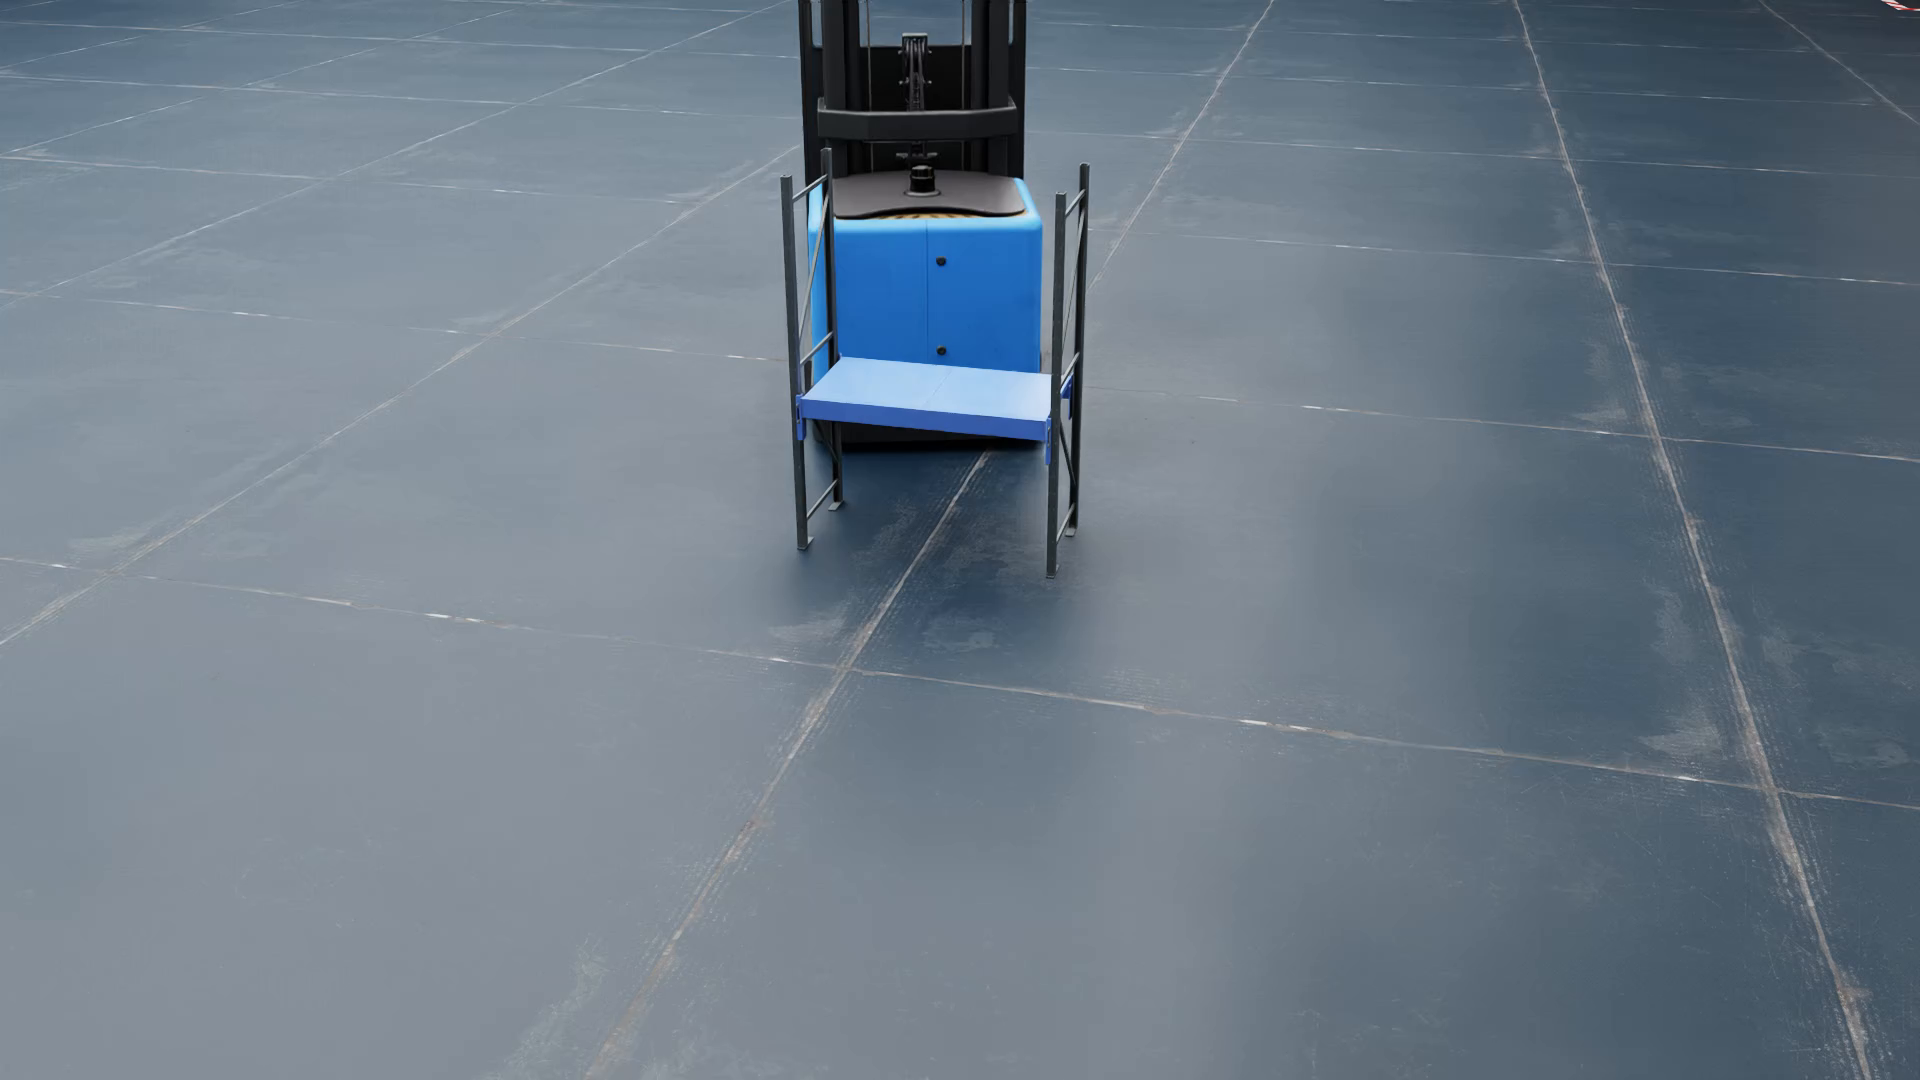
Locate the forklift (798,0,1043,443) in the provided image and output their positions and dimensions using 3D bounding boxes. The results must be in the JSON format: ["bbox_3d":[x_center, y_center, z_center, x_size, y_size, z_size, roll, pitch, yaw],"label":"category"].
[{"bbox_3d":[-0.245,-2.356,8.288,1.130,2.935,3.031,-2,26,-4],"label":"forklift"}]

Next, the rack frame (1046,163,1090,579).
[{"bbox_3d":[0.410,-0.632,6.332,0.032,1.500,0.500,6,26,13],"label":"rack frame"}]

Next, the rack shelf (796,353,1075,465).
[{"bbox_3d":[-0.083,-0.524,6.524,1.000,0.185,0.538,6,26,13],"label":"rack shelf"}]

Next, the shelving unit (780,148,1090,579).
[{"bbox_3d":[-0.083,-0.686,6.447,1.048,1.500,0.538,6,26,13],"label":"shelving unit"}]

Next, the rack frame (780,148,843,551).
[{"bbox_3d":[-0.575,-0.741,6.561,0.032,1.500,0.500,6,26,13],"label":"rack frame"}]
